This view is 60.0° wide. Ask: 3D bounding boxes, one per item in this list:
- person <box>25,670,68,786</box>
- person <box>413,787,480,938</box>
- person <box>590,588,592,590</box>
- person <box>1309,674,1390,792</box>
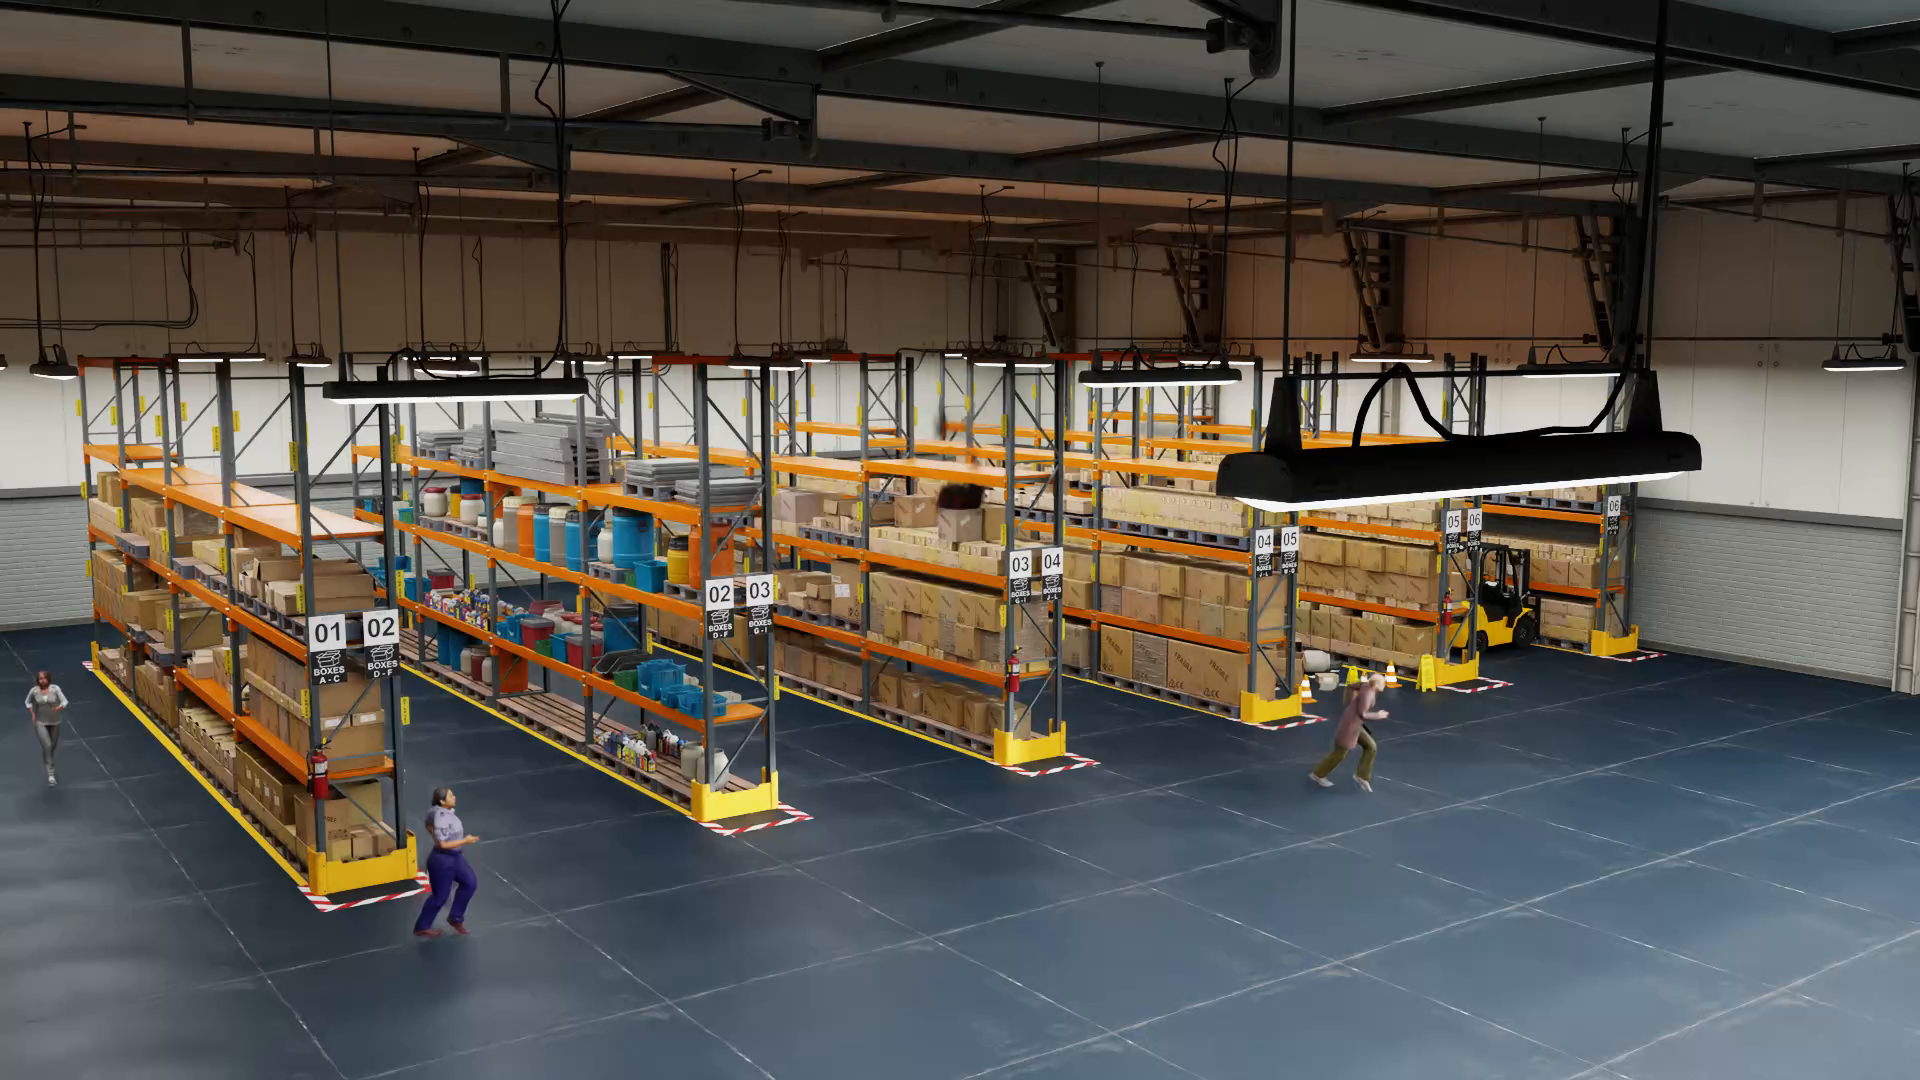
[{"bbox_3d":[-13.097,2.652,23.855,0.490,1.611,0.820,-5,9,-36],"label":"person"},{"bbox_3d":[-5.410,3.460,17.523,0.718,1.603,0.580,-1,7,-8],"label":"person"},{"bbox_3d":[-8.618,0.709,39.207,0.701,1.777,0.655,-3,7,-21],"label":"person"},{"bbox_3d":[5.467,2.708,23.339,1.072,1.732,0.752,2,7,15],"label":"person"}]
